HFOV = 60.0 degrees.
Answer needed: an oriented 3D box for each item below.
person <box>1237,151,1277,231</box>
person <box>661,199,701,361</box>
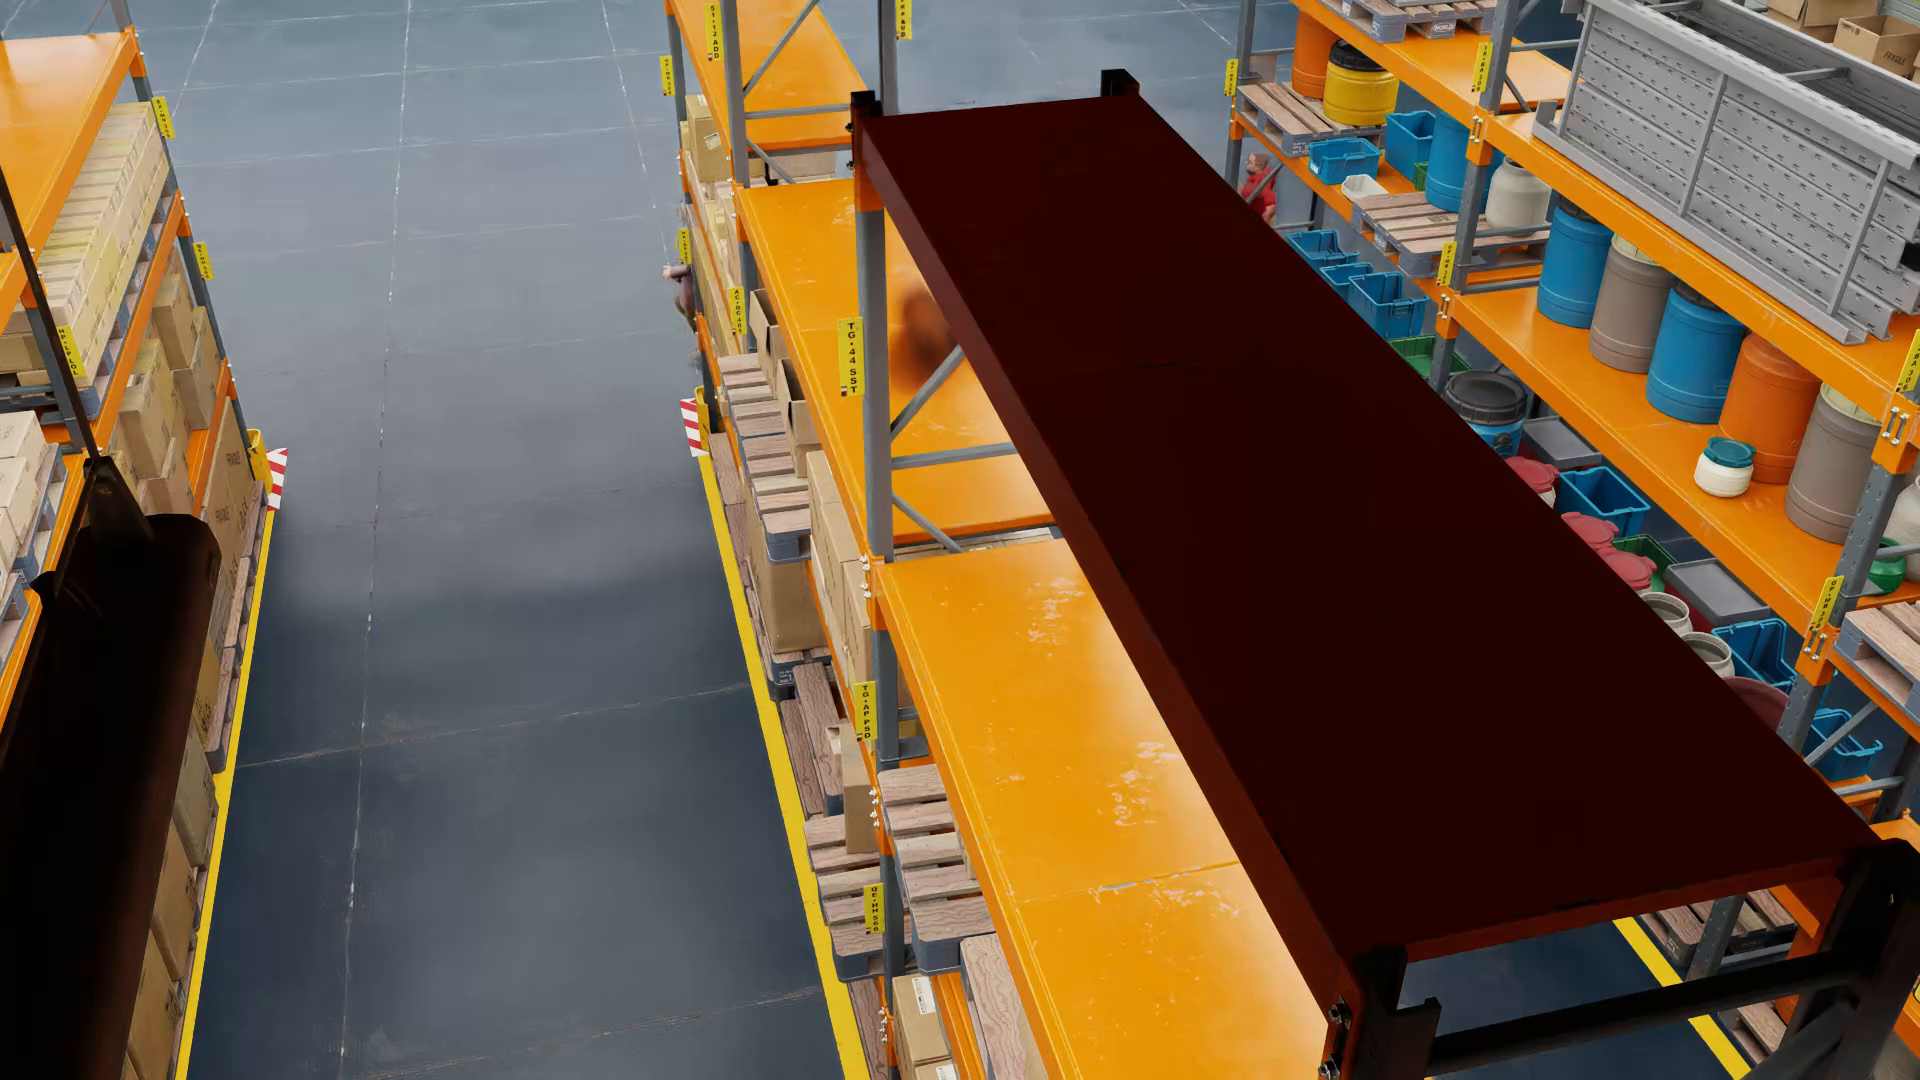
[{"bbox_3d":[3.106,-3.214,17.308,0.760,1.761,0.680,18,38,24],"label":"person"},{"bbox_3d":[-2.607,-2.548,16.289,0.574,1.741,0.724,6,35,8],"label":"person"}]
